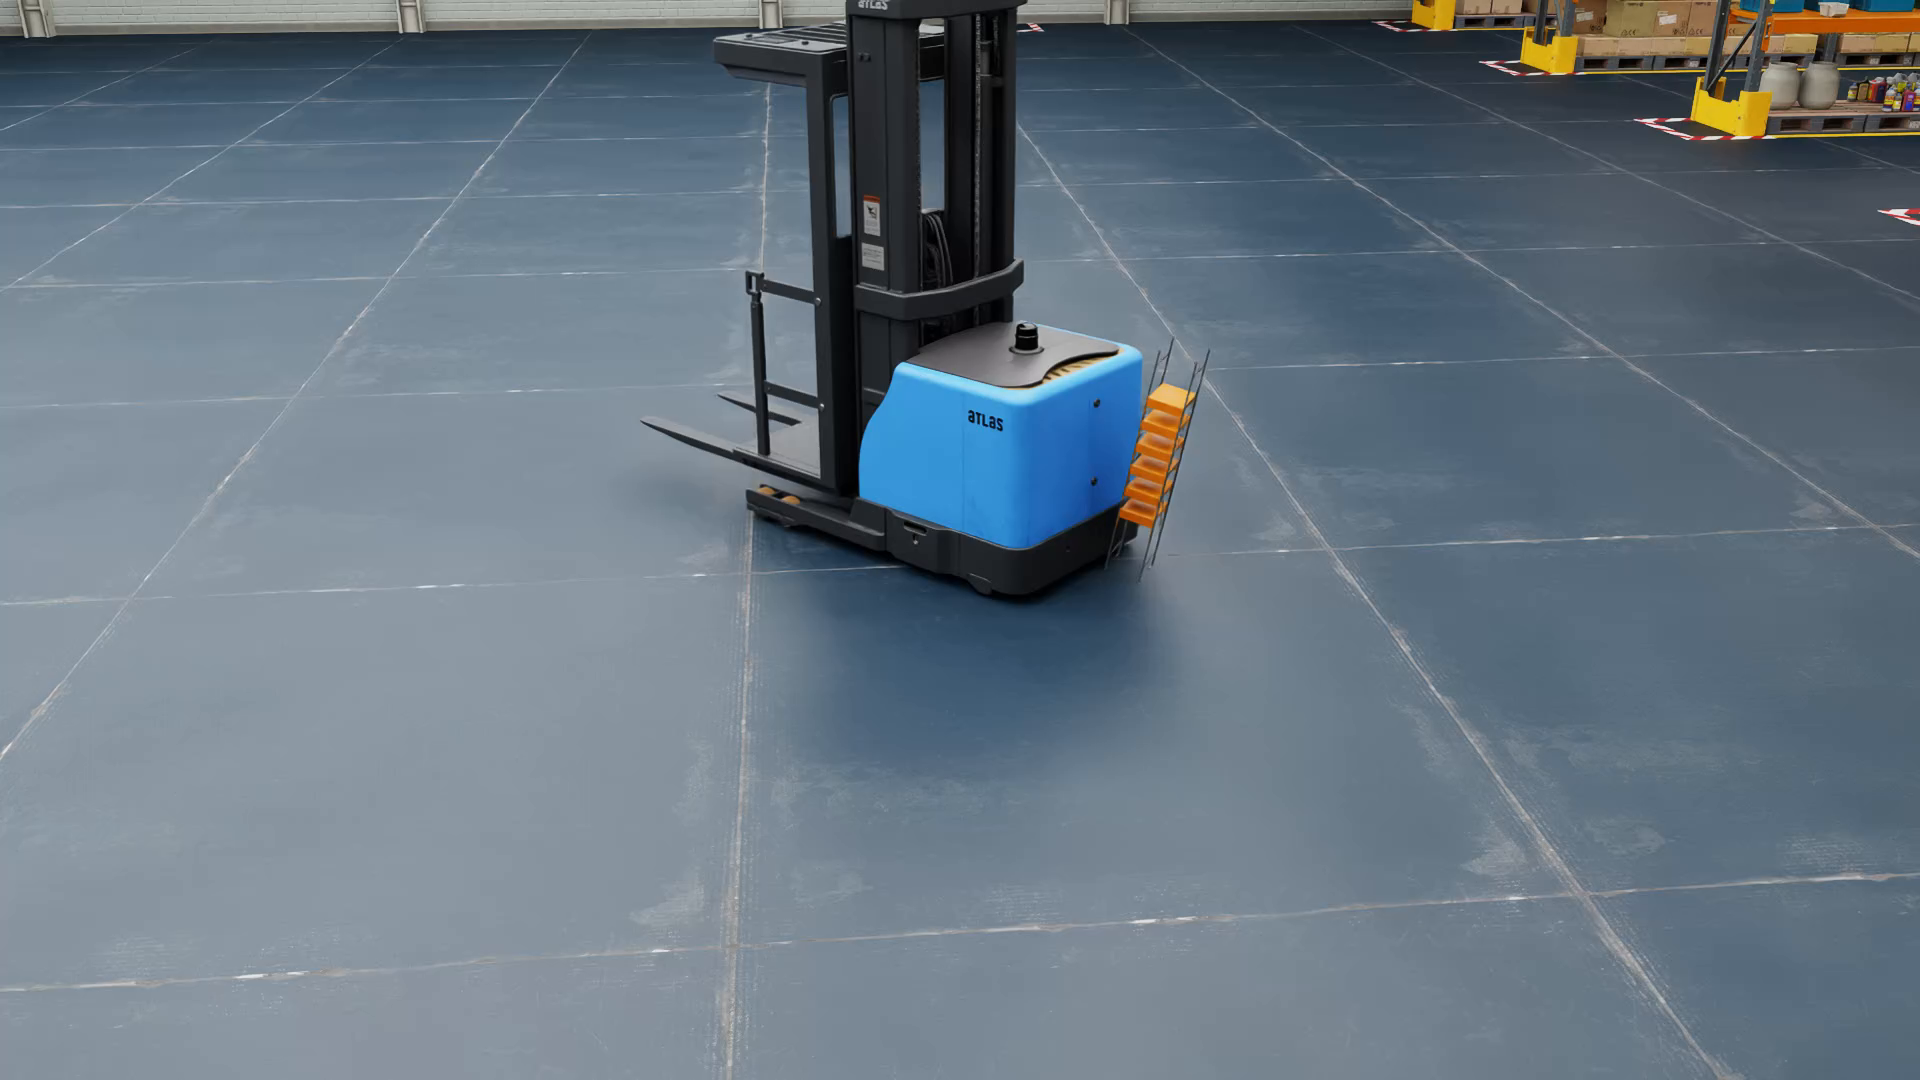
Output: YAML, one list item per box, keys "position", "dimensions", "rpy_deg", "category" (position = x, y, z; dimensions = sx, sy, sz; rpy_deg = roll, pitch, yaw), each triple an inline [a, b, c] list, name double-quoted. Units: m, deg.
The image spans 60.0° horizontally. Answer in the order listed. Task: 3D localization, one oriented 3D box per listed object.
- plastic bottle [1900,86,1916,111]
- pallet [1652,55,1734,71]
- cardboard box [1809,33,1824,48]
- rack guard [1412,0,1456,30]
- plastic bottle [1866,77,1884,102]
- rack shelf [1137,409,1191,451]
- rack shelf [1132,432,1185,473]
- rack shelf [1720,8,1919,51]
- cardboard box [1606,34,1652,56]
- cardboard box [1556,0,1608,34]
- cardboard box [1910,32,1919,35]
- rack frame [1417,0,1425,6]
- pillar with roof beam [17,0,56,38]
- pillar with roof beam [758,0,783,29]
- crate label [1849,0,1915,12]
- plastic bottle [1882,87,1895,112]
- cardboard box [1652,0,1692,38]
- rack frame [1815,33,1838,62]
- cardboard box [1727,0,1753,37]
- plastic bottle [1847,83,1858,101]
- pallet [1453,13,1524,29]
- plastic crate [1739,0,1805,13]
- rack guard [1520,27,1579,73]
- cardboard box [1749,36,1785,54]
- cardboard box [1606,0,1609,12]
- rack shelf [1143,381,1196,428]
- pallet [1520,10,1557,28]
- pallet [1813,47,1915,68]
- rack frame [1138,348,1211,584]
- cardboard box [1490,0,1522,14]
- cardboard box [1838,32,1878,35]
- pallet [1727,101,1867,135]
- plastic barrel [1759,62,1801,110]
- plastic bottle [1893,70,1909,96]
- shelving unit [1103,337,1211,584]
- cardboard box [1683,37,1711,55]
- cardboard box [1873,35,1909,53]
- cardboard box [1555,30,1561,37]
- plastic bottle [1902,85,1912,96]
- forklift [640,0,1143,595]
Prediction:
- position: [11.126, -5.176, 19.505]
  dimensions: [0.133, 0.283, 0.061]
  rpy_deg: [-2, 24, -4]
  category: "plastic bottle"
- position: [10.549, -7.091, 24.444]
  dimensions: [1.213, 0.211, 1.003]
  rpy_deg: [-2, 24, -5]
  category: "pallet"
- position: [12.945, -7.499, 24.797]
  dimensions: [0.500, 0.250, 0.500]
  rpy_deg: [-3, 24, -6]
  category: "cardboard box"
- position: [8.165, -9.133, 28.683]
  dimensions: [0.348, 0.500, 1.175]
  rpy_deg: [-2, 24, -5]
  category: "rack guard"
- position: [11.102, -5.474, 20.184]
  dimensions: [0.135, 0.276, 0.152]
  rpy_deg: [-2, 24, -5]
  category: "plastic bottle"
- position: [0.987, -0.546, 8.008]
  dimensions: [0.180, 0.103, 0.258]
  rpy_deg: [20, 29, 16]
  category: "rack shelf"
- position: [0.966, -0.442, 8.064]
  dimensions: [0.180, 0.103, 0.258]
  rpy_deg: [20, 29, 16]
  category: "rack shelf"
- position: [11.054, -6.019, 19.485]
  dimensions: [4.000, 0.370, 1.077]
  rpy_deg: [-2, 24, -5]
  category: "rack shelf"
- position: [9.633, -7.159, 24.031]
  dimensions: [0.500, 0.250, 0.500]
  rpy_deg: [-2, 24, -5]
  category: "cardboard box"
- position: [9.085, -7.690, 24.304]
  dimensions: [0.500, 0.500, 0.500]
  rpy_deg: [-2, 24, -5]
  category: "cardboard box"
- position: [14.010, -7.577, 24.281]
  dimensions: [0.500, 0.311, 0.500]
  rpy_deg: [-3, 24, -7]
  category: "cardboard box"
- position: [8.090, -10.273, 28.168]
  dimensions: [0.127, 3.000, 1.000]
  rpy_deg: [-2, 24, -5]
  category: "rack frame"
- position: [-14.759, -10.693, 21.729]
  dimensions: [0.400, 9.000, 9.100]
  rpy_deg: [-2, 24, -5]
  category: "pillar with roof beam"
- position: [-2.817, -11.172, 22.807]
  dimensions: [0.400, 9.000, 9.100]
  rpy_deg: [-2, 24, -5]
  category: "pillar with roof beam"
- position: [10.869, -6.467, 19.563]
  dimensions: [0.616, 0.435, 0.502]
  rpy_deg: [-2, 24, -5]
  category: "crate label"
- position: [10.898, -5.169, 19.503]
  dimensions: [0.097, 0.271, 0.097]
  rpy_deg: [0, 24, 0]
  category: "plastic bottle"
- position: [10.130, -7.526, 23.934]
  dimensions: [0.500, 0.500, 0.500]
  rpy_deg: [-2, 24, -5]
  category: "cardboard box"
- position: [12.561, -8.430, 24.023]
  dimensions: [0.127, 3.000, 1.000]
  rpy_deg: [-2, 24, -5]
  category: "rack frame"
- position: [11.125, -7.565, 24.021]
  dimensions: [0.500, 0.500, 0.500]
  rpy_deg: [-2, 24, -5]
  category: "cardboard box"
- position: [10.848, -5.441, 20.202]
  dimensions: [0.097, 0.201, 0.097]
  rpy_deg: [0, 24, 0]
  category: "plastic bottle"
- position: [8.977, -9.019, 28.782]
  dimensions: [1.213, 0.211, 1.003]
  rpy_deg: [-2, 24, -5]
  category: "pallet"
- position: [9.532, -6.341, 19.506]
  dimensions: [0.616, 0.251, 0.499]
  rpy_deg: [-2, 24, -5]
  category: "plastic crate"
- position: [8.557, -7.127, 24.170]
  dimensions: [0.348, 0.500, 1.175]
  rpy_deg: [-2, 24, -5]
  category: "rack guard"
- position: [11.623, -7.243, 24.220]
  dimensions: [0.500, 0.250, 0.500]
  rpy_deg: [-2, 24, -5]
  category: "cardboard box"
- position: [11.042, -9.433, 28.816]
  dimensions: [0.500, 0.500, 0.500]
  rpy_deg: [-4, 24, -9]
  category: "cardboard box"
- position: [1.008, -0.650, 7.952]
  dimensions: [0.180, 0.103, 0.258]
  rpy_deg: [20, 29, 16]
  category: "rack shelf"
- position: [10.189, -9.067, 28.889]
  dimensions: [1.213, 0.211, 1.003]
  rpy_deg: [-2, 24, -5]
  category: "pallet"
- position: [13.290, -7.201, 24.691]
  dimensions: [1.213, 0.211, 1.003]
  rpy_deg: [-2, 24, -5]
  category: "pallet"
- position: [1.036, -0.346, 8.074]
  dimensions: [0.006, 1.200, 0.240]
  rpy_deg: [20, 29, 16]
  category: "rack frame"
- position: [9.355, -9.259, 28.657]
  dimensions: [0.500, 0.311, 0.500]
  rpy_deg: [0, 24, -1]
  category: "cardboard box"
- position: [12.997, -7.538, 24.193]
  dimensions: [0.500, 0.311, 0.500]
  rpy_deg: [-2, 24, -5]
  category: "cardboard box"
- position: [9.944, -5.046, 19.843]
  dimensions: [1.213, 0.211, 1.003]
  rpy_deg: [-2, 24, -5]
  category: "pallet"
- position: [9.711, -5.380, 19.708]
  dimensions: [0.421, 0.512, 0.421]
  rpy_deg: [0, 24, 0]
  category: "plastic barrel"
- position: [11.404, -5.522, 20.200]
  dimensions: [0.185, 0.351, 0.144]
  rpy_deg: [-1, 24, -3]
  category: "plastic bottle"
- position: [0.953, -0.376, 8.099]
  dimensions: [0.189, 1.200, 0.258]
  rpy_deg: [20, 29, 16]
  category: "shelving unit"
- position: [10.629, -7.197, 24.116]
  dimensions: [0.500, 0.250, 0.500]
  rpy_deg: [-2, 24, -5]
  category: "cardboard box"
- position: [13.496, -7.301, 24.352]
  dimensions: [0.500, 0.250, 0.500]
  rpy_deg: [-2, 24, -4]
  category: "cardboard box"
- position: [9.085, -7.347, 24.454]
  dimensions: [0.500, 0.250, 0.500]
  rpy_deg: [-2, 24, -5]
  category: "cardboard box"
- position: [11.460, -5.407, 20.125]
  dimensions: [0.097, 0.201, 0.097]
  rpy_deg: [0, 24, 0]
  category: "plastic bottle"
- position: [-0.524, -1.551, 8.631]
  dimensions: [3.031, 2.935, 1.130]
  rpy_deg: [19, 30, 36]
  category: "forklift"
